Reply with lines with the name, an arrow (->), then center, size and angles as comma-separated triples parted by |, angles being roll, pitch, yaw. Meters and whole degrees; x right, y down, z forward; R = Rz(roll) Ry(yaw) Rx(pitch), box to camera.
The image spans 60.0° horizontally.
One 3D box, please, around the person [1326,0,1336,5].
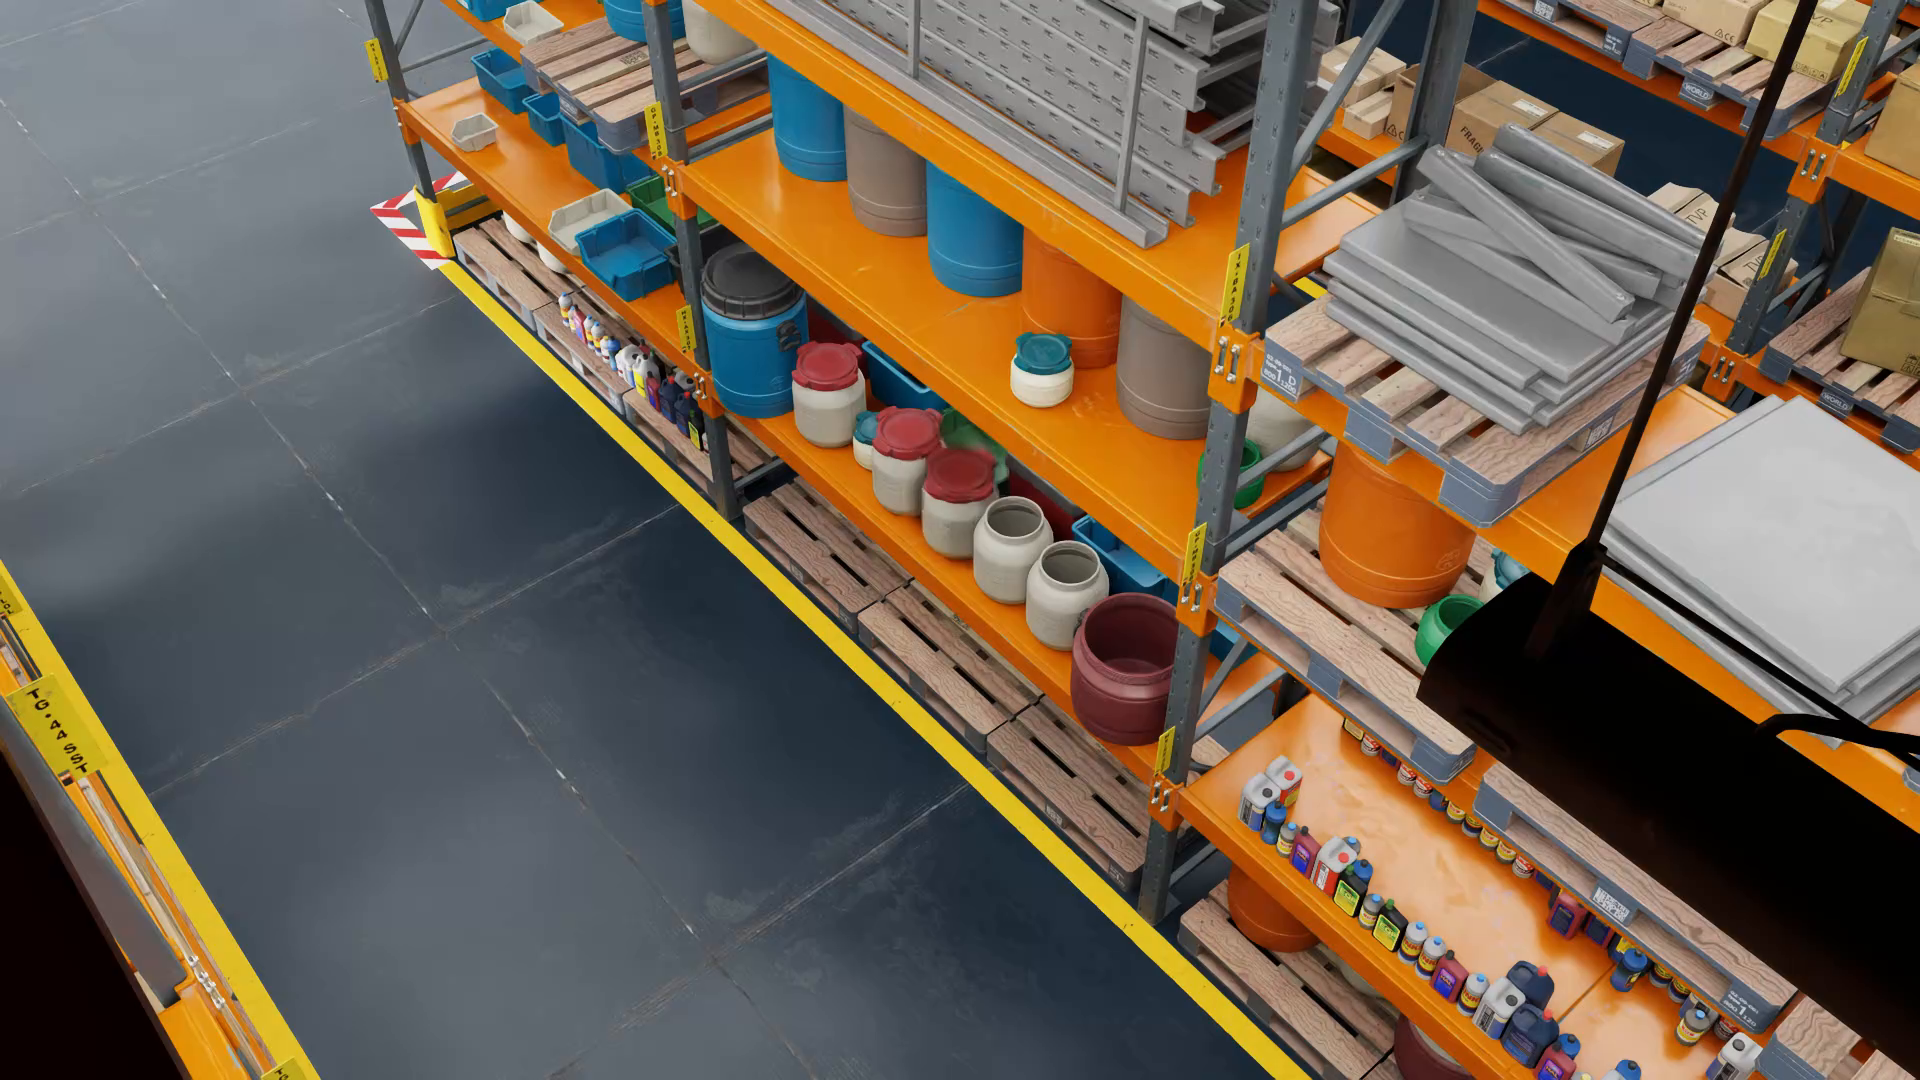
person -> 3.114, -4.777, 14.419 | 0.967, 1.546, 0.435 | 25, 52, 22
